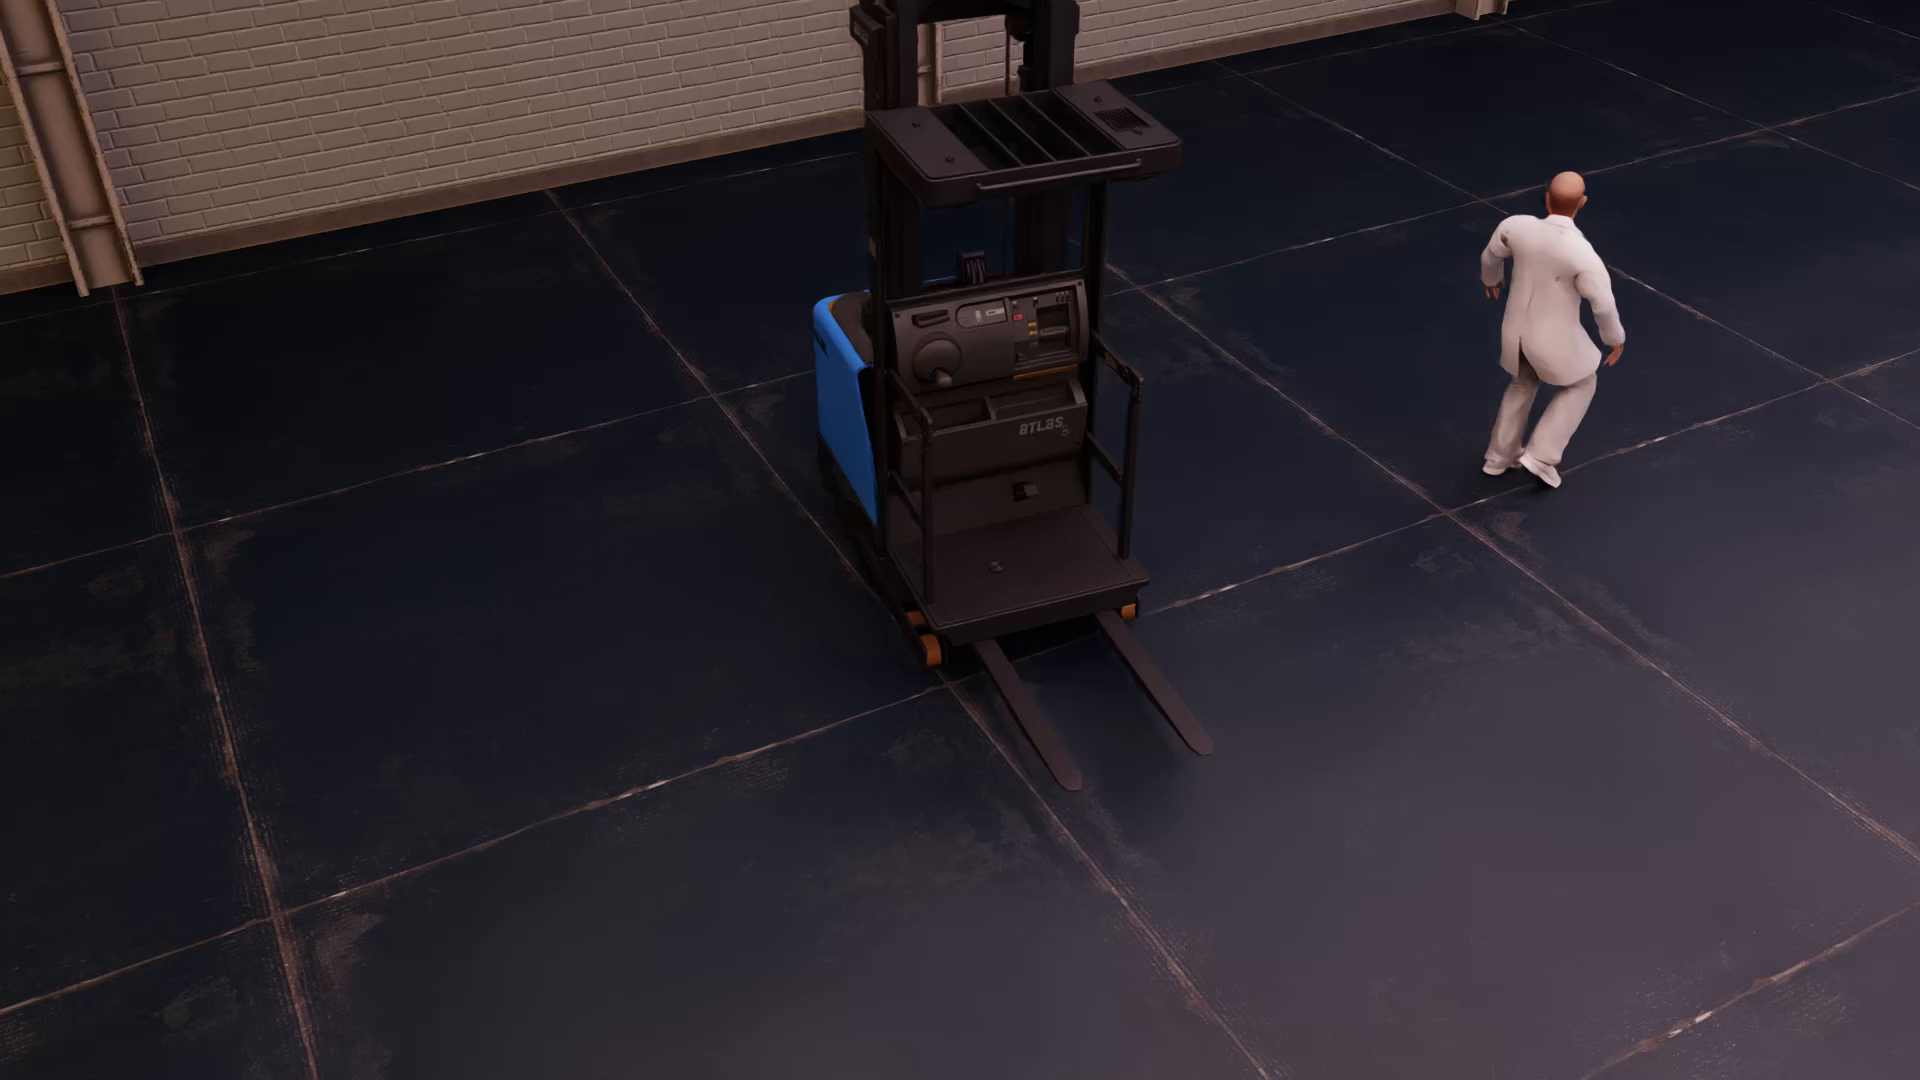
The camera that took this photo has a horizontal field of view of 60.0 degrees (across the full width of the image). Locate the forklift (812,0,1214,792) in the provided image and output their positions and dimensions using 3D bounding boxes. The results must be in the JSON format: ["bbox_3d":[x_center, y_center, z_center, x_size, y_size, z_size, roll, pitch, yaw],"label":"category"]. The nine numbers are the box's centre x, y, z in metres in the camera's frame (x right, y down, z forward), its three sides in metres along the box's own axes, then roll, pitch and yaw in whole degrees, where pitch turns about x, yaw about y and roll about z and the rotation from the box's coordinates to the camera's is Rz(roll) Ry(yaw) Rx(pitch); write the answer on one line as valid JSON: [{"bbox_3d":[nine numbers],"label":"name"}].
[{"bbox_3d":[0.222,-0.868,7.351,1.130,2.935,3.031,-12,37,-17],"label":"forklift"}]

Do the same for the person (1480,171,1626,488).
[{"bbox_3d":[3.048,-1.110,8.744,0.493,1.779,0.872,-21,40,-26],"label":"person"}]
